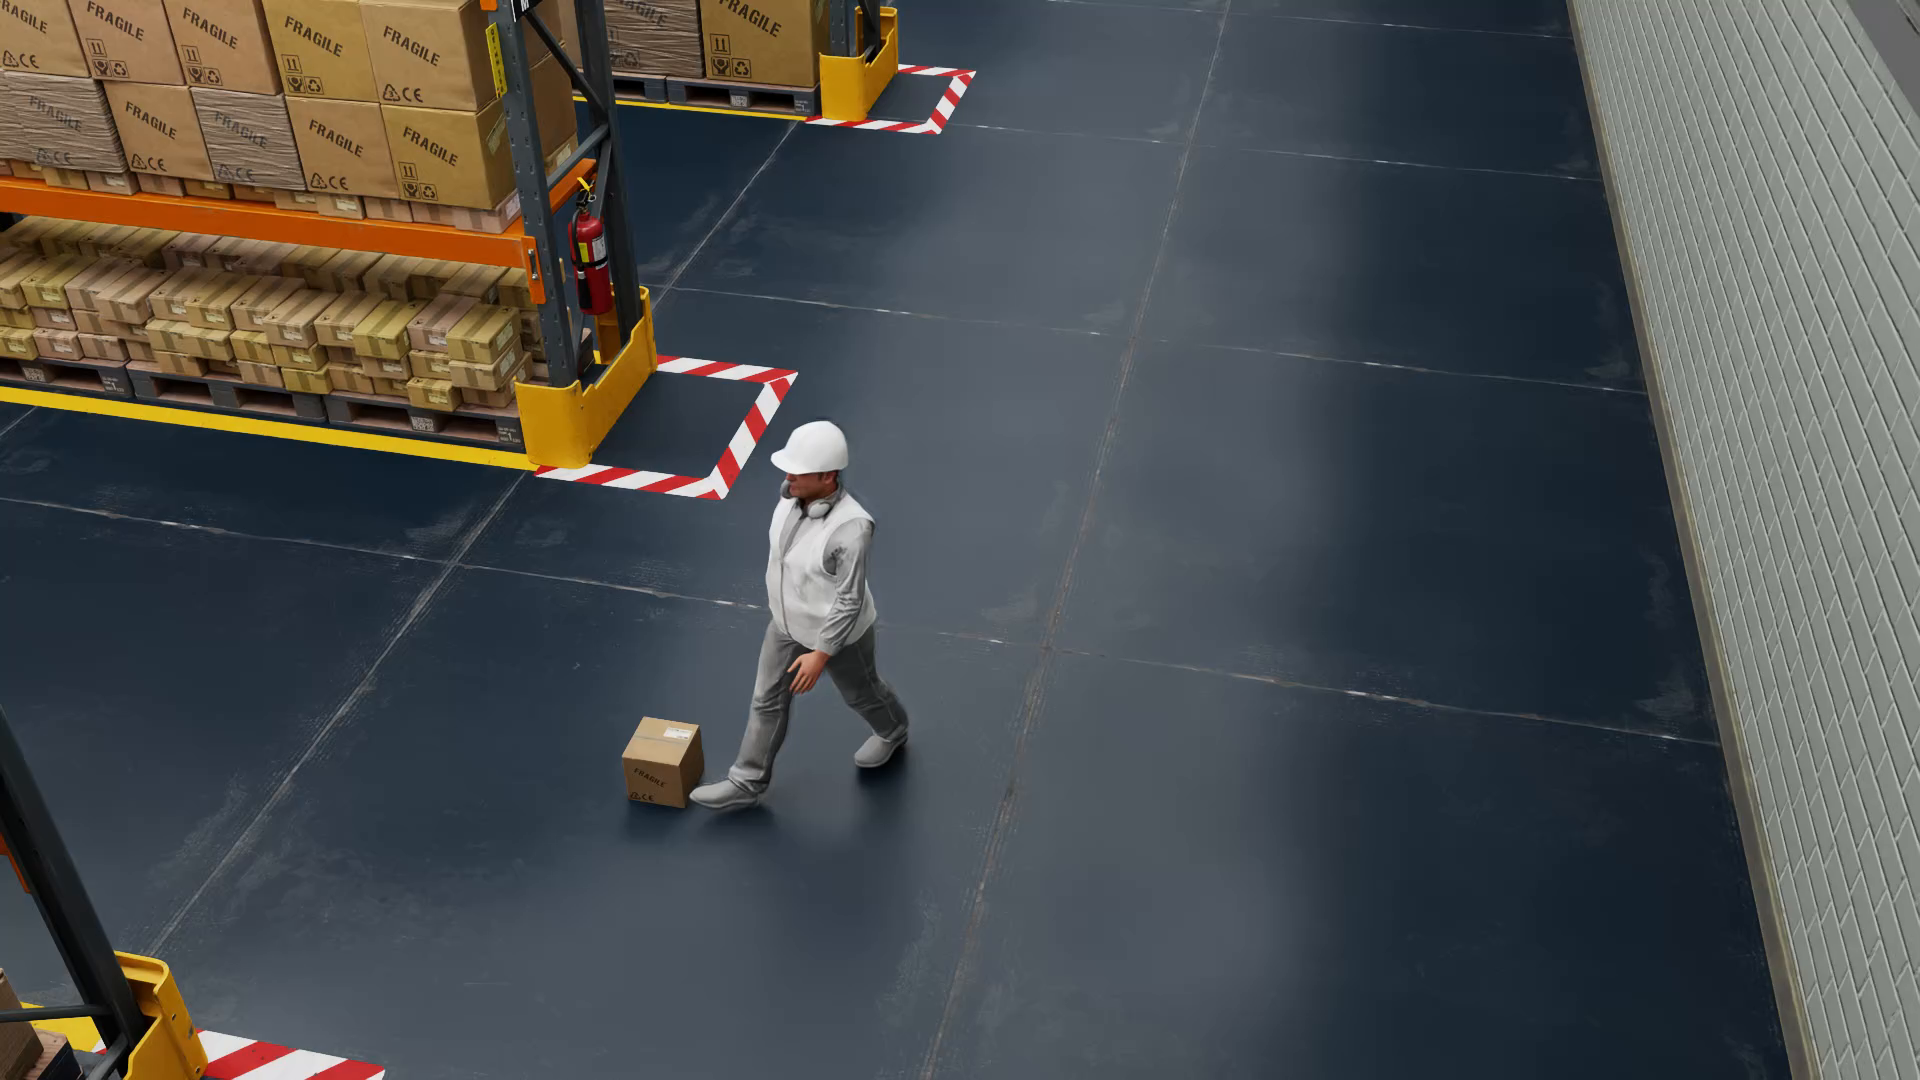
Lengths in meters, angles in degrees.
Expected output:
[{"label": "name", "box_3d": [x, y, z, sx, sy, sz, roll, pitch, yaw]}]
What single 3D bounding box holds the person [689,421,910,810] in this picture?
[{"label": "person", "box_3d": [-0.607, 0.336, 6.481, 0.983, 1.722, 0.553, -31, 46, -35]}]
